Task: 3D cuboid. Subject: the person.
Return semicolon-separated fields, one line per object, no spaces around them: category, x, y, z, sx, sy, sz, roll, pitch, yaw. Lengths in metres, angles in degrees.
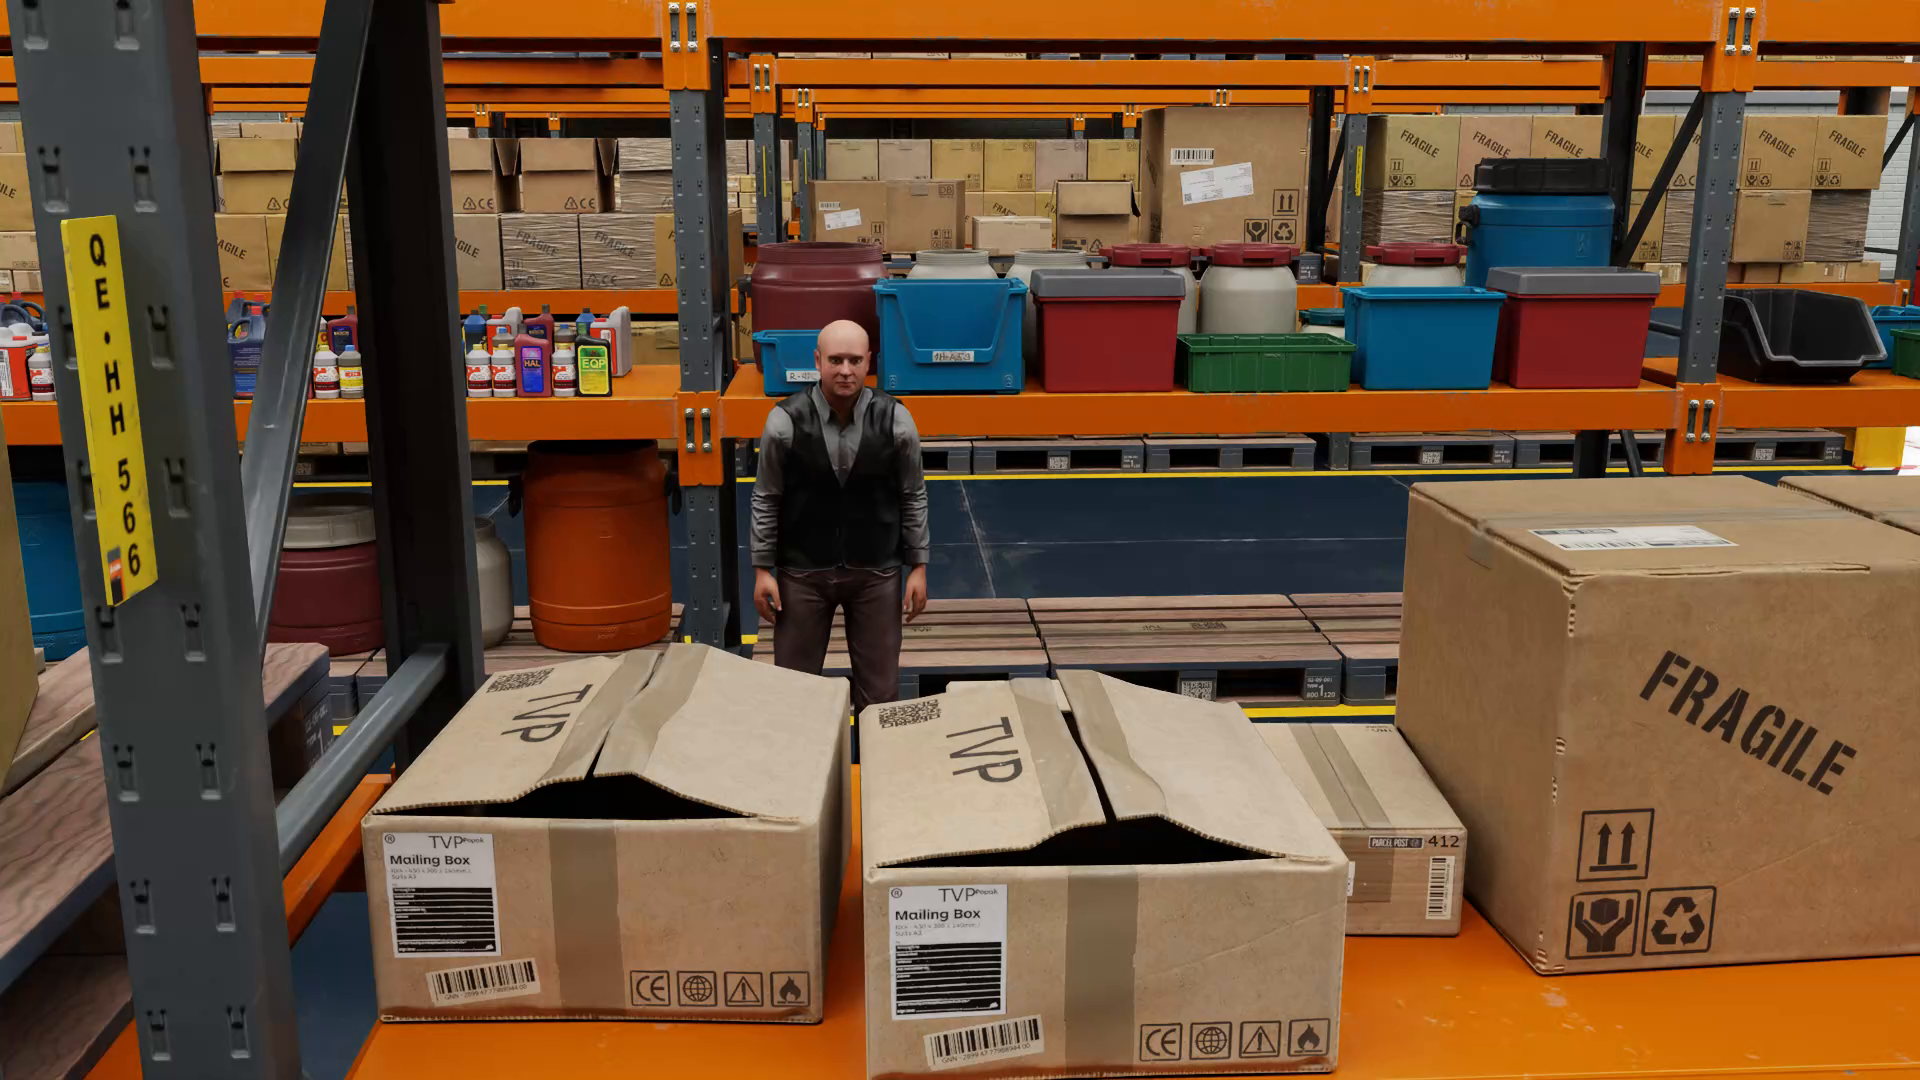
person;-0.396;0.128;5.503;0.593;1.722;0.411;-1;14;-6
